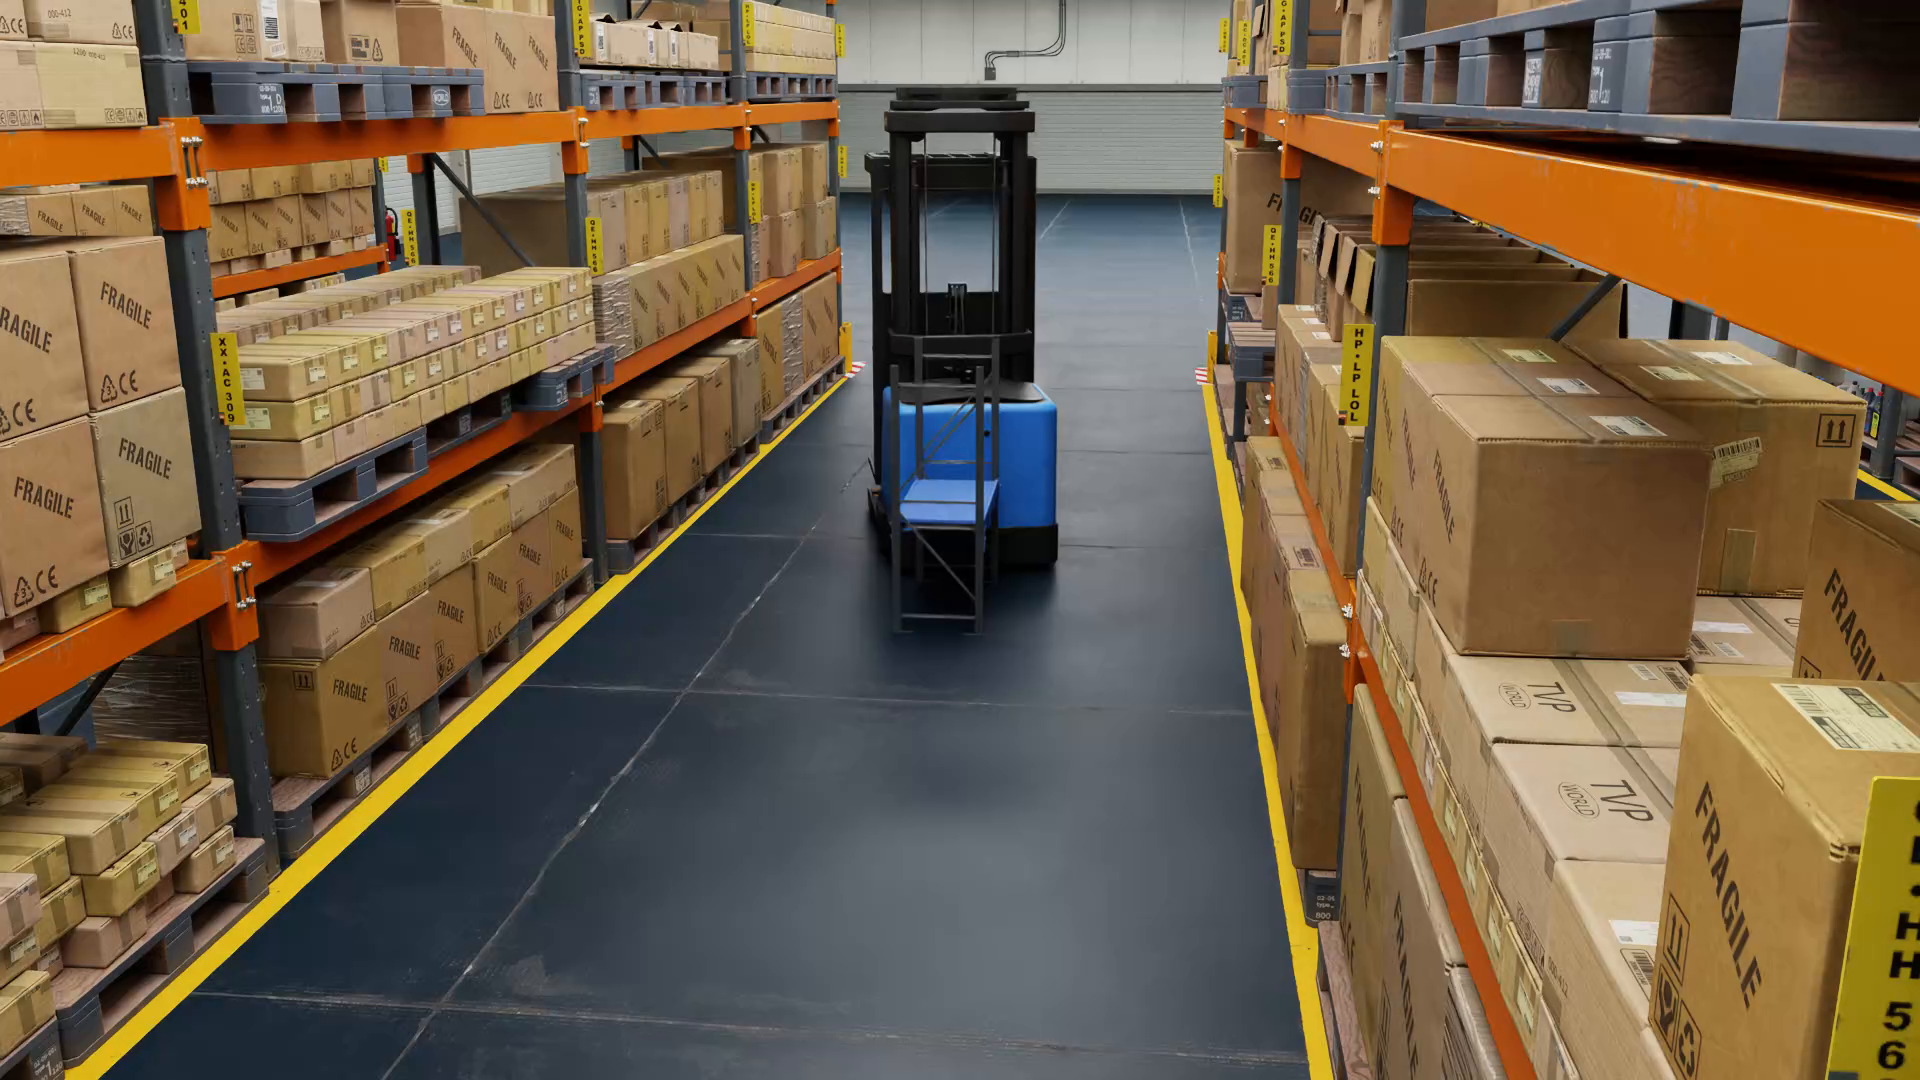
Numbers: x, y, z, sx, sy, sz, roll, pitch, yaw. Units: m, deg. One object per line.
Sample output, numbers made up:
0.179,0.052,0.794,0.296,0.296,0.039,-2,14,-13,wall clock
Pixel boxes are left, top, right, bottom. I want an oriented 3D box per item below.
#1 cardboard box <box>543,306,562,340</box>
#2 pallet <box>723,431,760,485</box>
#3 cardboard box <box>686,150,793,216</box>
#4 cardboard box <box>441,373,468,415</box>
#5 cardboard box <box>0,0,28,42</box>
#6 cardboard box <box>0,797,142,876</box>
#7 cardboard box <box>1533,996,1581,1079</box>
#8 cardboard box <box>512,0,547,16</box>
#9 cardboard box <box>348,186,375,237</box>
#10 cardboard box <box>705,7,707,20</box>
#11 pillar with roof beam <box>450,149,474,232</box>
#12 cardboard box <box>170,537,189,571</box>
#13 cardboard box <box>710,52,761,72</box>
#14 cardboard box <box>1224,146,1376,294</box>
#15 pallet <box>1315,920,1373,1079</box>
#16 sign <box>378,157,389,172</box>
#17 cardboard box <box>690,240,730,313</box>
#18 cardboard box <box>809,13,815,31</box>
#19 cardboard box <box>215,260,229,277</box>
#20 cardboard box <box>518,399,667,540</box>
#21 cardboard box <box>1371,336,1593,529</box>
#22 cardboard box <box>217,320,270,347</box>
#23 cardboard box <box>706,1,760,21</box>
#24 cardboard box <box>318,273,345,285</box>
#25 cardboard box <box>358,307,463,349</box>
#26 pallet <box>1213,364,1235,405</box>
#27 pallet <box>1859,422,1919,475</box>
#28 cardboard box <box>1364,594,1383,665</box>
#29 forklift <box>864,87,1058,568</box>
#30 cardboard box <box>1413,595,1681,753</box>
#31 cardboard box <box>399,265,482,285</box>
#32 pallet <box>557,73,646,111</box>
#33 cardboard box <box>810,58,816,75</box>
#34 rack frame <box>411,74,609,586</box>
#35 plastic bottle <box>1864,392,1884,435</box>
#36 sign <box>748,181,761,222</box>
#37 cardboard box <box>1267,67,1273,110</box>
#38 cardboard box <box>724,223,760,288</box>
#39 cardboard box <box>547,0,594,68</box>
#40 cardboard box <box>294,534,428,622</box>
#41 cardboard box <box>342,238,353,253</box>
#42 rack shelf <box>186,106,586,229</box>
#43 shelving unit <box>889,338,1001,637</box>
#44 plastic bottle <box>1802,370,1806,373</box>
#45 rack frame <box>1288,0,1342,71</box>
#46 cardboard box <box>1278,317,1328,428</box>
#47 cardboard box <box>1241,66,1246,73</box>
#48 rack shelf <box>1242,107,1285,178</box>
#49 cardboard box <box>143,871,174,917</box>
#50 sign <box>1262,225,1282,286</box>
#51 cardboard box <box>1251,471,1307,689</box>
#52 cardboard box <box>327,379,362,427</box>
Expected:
-2.323,-1.144,8.752,0.380,0.149,0.250,2,15,8,cardboard box
-2.225,-0.687,13.298,1.003,0.211,1.213,2,15,6,pallet
-1.993,-3.206,14.915,0.875,0.550,0.550,2,15,6,cardboard box
-2.472,-0.669,7.568,0.380,0.149,0.250,1,15,5,cardboard box
-2.986,-1.516,4.603,0.500,0.250,0.500,1,15,4,cardboard box
-2.908,0.958,5.390,0.380,0.149,0.250,2,15,6,cardboard box
1.149,0.871,2.676,0.380,0.149,0.250,2,15,7,cardboard box
-2.452,-2.951,8.925,0.396,0.266,0.258,2,15,6,cardboard box
-6.479,-3.435,17.359,0.500,0.500,0.500,1,15,5,cardboard box
-2.375,-4.565,14.509,0.380,0.149,0.250,2,15,6,cardboard box
-6.289,-10.821,33.942,9.100,9.000,0.400,2,15,6,pillar with roof beam
-2.915,0.042,5.742,0.380,0.149,0.250,2,15,6,cardboard box
-1.834,-3.897,13.568,0.380,0.149,0.250,1,15,5,cardboard box
2.475,-2.353,12.165,1.000,1.000,1.000,2,15,7,cardboard box
1.638,1.553,5.015,1.003,0.211,1.213,2,15,6,pallet
-6.142,-4.082,17.689,0.100,0.325,0.005,2,15,6,sign
-2.063,-2.009,12.655,0.500,0.500,0.500,2,15,6,cardboard box
-1.578,-4.875,15.655,0.380,0.149,0.250,2,15,6,cardboard box
-6.812,-2.443,14.931,0.380,0.149,0.250,2,15,6,cardboard box
-2.506,-0.470,10.659,1.050,0.750,0.750,1,15,5,cardboard box
1.493,-0.305,4.823,0.500,0.500,0.500,2,15,6,cardboard box
-3.175,-0.844,7.073,0.380,0.149,0.250,2,15,6,cardboard box
-1.834,-4.282,13.464,0.380,0.149,0.250,2,15,7,cardboard box
-6.498,-2.630,16.927,0.380,0.149,0.250,2,15,8,cardboard box
-2.469,-0.953,7.477,0.380,0.149,0.250,2,15,8,cardboard box
3.020,-1.525,16.397,1.003,0.211,1.213,2,15,6,pallet
7.742,-0.744,13.509,1.003,0.211,1.213,2,15,6,pallet
1.408,0.268,4.905,0.380,0.149,0.250,1,15,4,cardboard box
-0.071,-1.577,11.378,1.130,2.935,3.031,-2,15,-6,forklift
1.374,0.318,3.956,0.500,0.250,0.500,2,15,8,cardboard box
-2.910,-1.451,9.320,0.380,0.149,0.250,2,15,6,cardboard box
-2.645,-2.723,10.102,1.213,0.211,1.003,2,15,9,pallet
-1.577,-4.490,15.760,0.380,0.149,0.250,1,15,5,cardboard box
-2.664,-1.198,9.846,1.000,3.000,0.127,2,15,6,rack frame
7.411,-1.026,13.443,0.144,0.351,0.185,1,15,5,plastic bottle
-1.673,-2.743,13.492,0.100,0.325,0.005,2,15,6,sign
2.164,-2.791,10.278,0.500,0.250,0.500,2,15,8,cardboard box
-2.183,-2.404,14.018,0.875,0.550,0.550,2,15,6,cardboard box
-2.747,-3.404,11.071,0.500,0.500,0.500,2,15,6,cardboard box
-2.712,0.159,7.374,0.500,0.250,0.500,2,15,8,cardboard box
-6.490,-3.033,17.113,0.380,0.149,0.250,1,15,5,cardboard box
-2.890,-1.780,7.630,1.077,0.370,4.000,2,15,6,rack shelf
-0.069,-0.333,9.518,0.538,1.500,1.048,2,15,6,shelving unit
7.562,-1.389,14.936,0.097,0.271,0.097,0,15,0,plastic bottle
2.252,-3.922,8.425,1.000,3.000,0.127,2,15,6,rack frame
1.871,-0.822,8.264,0.500,0.500,0.500,1,15,5,cardboard box
2.522,-3.930,13.728,0.380,0.149,0.250,1,15,5,cardboard box
2.478,-2.645,10.829,1.077,0.370,4.000,2,15,6,rack shelf
-2.934,1.190,5.673,0.380,0.149,0.250,2,15,8,cardboard box
1.712,-1.560,9.118,0.100,0.325,0.005,2,15,6,sign
2.046,0.207,7.917,1.225,0.875,0.875,2,15,6,cardboard box
-2.587,-0.541,6.525,0.380,0.149,0.250,1,15,5,cardboard box
